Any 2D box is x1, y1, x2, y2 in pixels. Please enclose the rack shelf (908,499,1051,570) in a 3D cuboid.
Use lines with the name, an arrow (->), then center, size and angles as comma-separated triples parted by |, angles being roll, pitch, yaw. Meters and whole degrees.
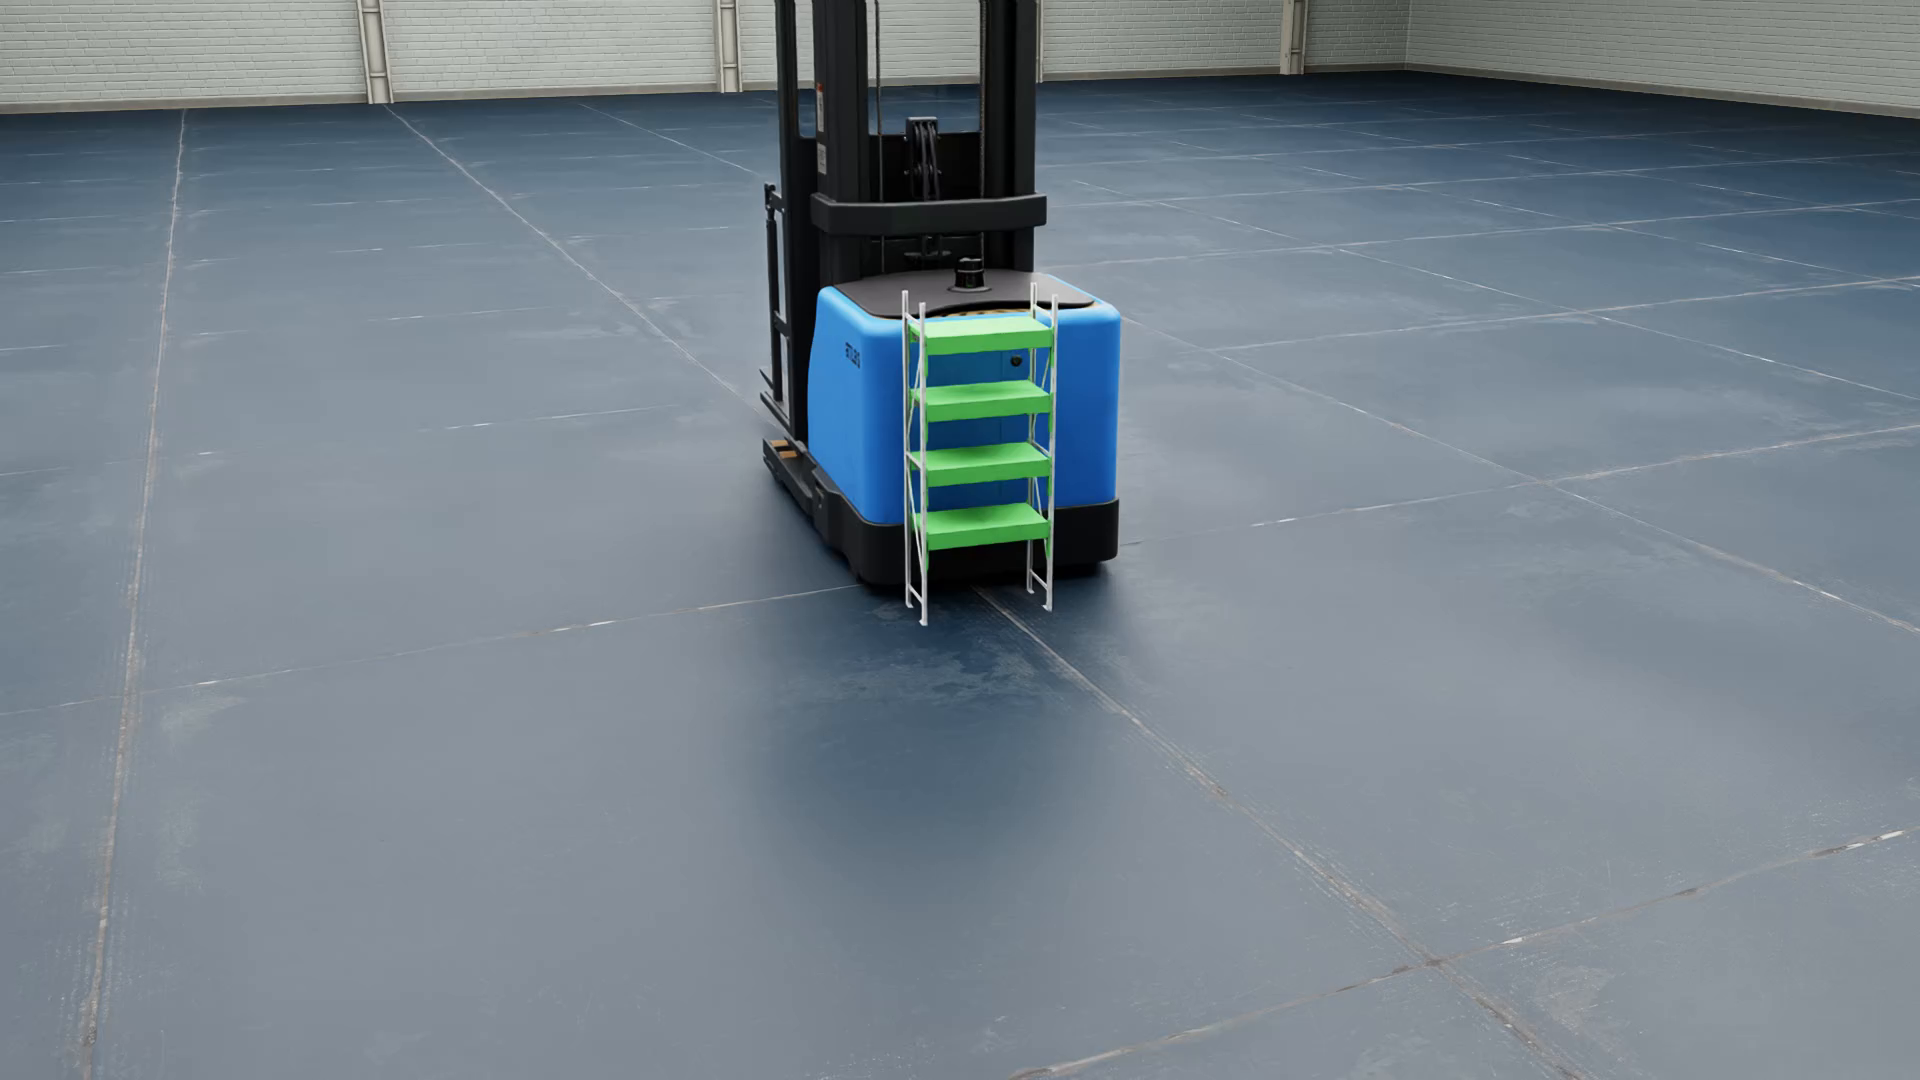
rack shelf -> 0.069, -0.023, 6.195 | 0.480, 0.148, 0.258 | -6, 20, -17

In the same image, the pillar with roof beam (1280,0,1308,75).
pillar with roof beam -> 8.571, -12.592, 29.234 | 0.400, 9.000, 9.100 | -8, 21, -22

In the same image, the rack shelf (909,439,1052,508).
rack shelf -> 0.069, -0.249, 6.115 | 0.480, 0.148, 0.258 | -6, 20, -17

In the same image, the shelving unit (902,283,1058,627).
shelving unit -> 0.069, -0.309, 6.094 | 0.503, 1.200, 0.258 | -6, 20, -17

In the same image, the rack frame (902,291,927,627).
rack frame -> -0.163, -0.285, 6.024 | 0.015, 1.200, 0.240 | -6, 20, -17

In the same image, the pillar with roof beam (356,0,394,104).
pillar with roof beam -> -7.956, -10.224, 22.509 | 0.400, 9.000, 9.100 | -8, 21, -22

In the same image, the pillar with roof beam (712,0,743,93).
pillar with roof beam -> -2.447, -11.013, 24.750 | 0.400, 9.000, 9.100 | -8, 21, -22

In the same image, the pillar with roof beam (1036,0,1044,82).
pillar with roof beam -> 3.062, -11.802, 26.992 | 0.400, 9.000, 9.100 | -8, 21, -22

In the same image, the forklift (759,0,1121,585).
forklift -> -0.302, -1.666, 7.341 | 1.130, 2.935, 3.031 | -6, 20, -17

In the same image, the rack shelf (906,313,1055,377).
rack shelf -> 0.069, -0.702, 5.955 | 0.480, 0.148, 0.258 | -6, 20, -17

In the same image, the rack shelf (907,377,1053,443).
rack shelf -> 0.069, -0.475, 6.035 | 0.480, 0.148, 0.258 | -6, 20, -17

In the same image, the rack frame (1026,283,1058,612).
rack frame -> 0.302, -0.334, 6.163 | 0.015, 1.200, 0.240 | -6, 20, -17
